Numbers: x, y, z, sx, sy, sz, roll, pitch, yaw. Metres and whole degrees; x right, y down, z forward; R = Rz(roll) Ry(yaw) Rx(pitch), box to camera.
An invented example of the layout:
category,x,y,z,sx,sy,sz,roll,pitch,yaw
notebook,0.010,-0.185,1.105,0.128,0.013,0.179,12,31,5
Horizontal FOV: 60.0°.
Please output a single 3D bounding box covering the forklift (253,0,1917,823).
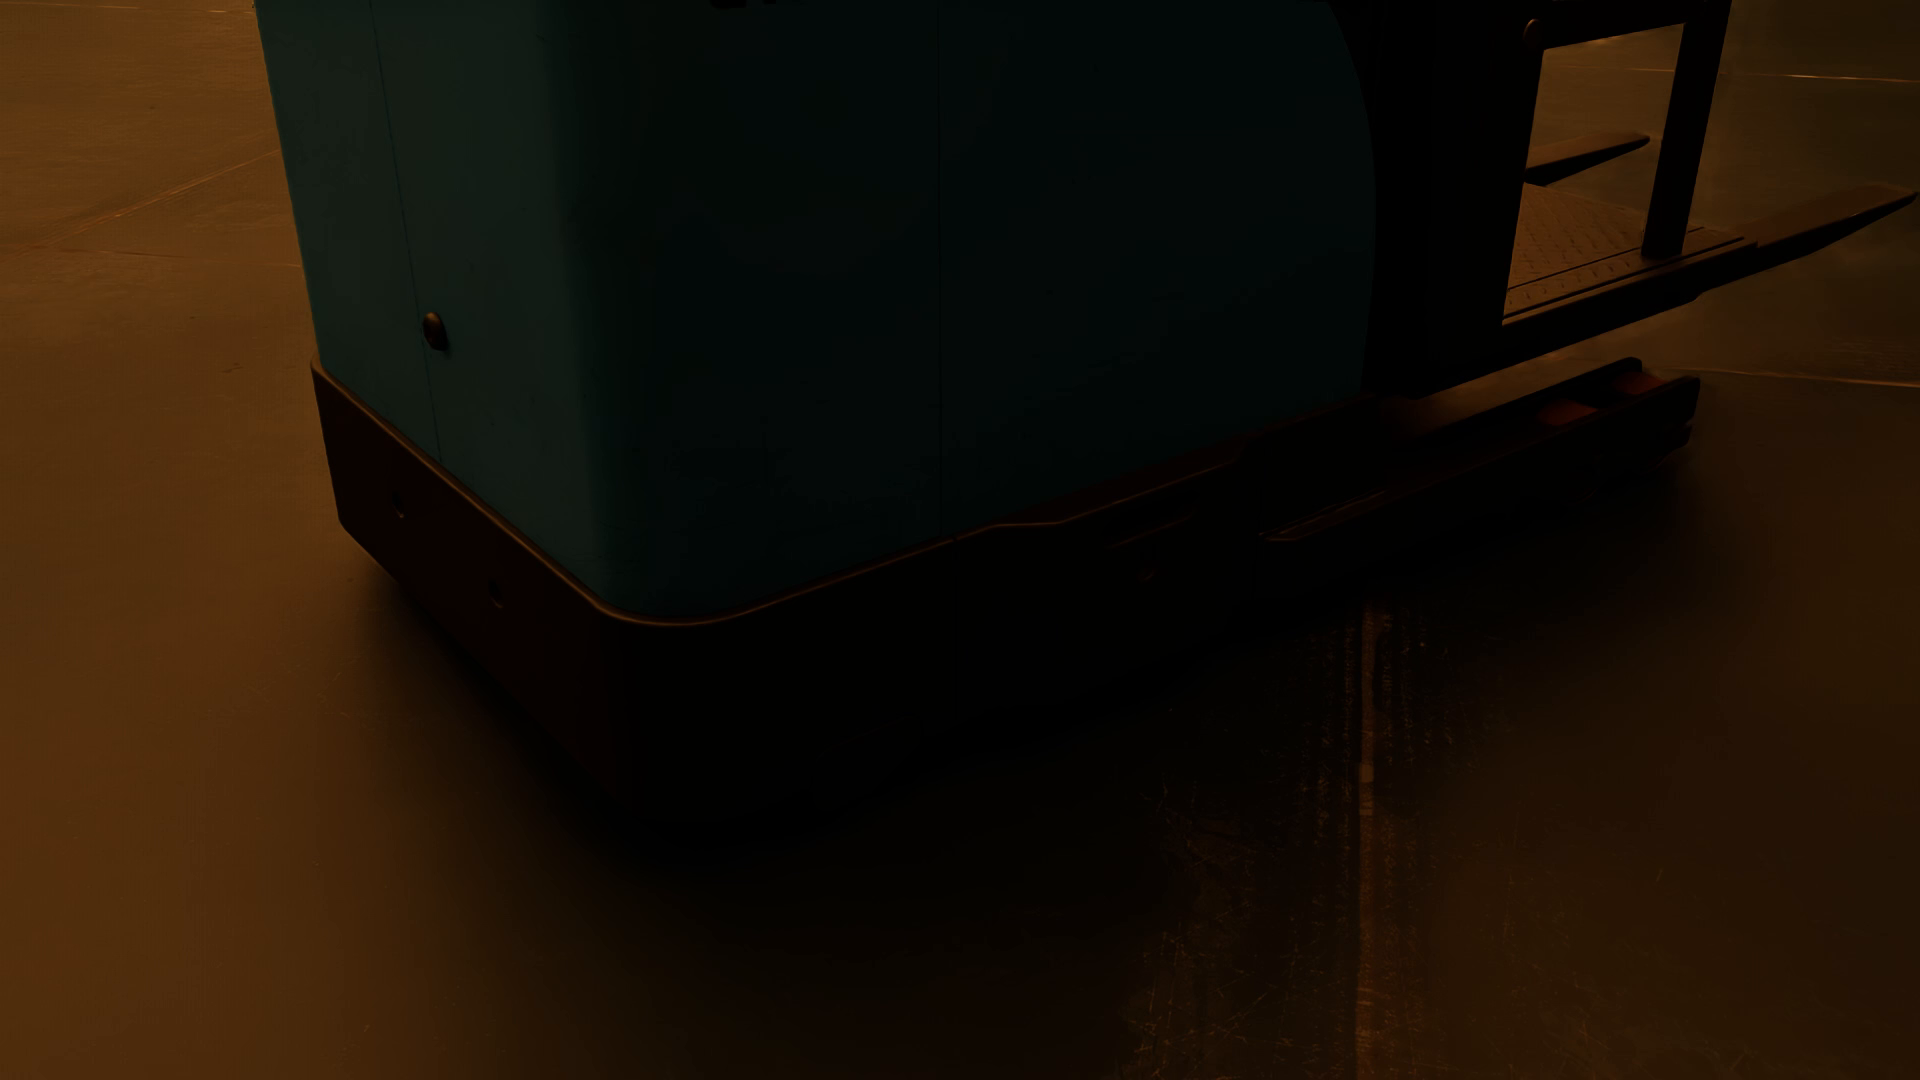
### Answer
category,x,y,z,sx,sy,sz,roll,pitch,yaw
forklift,0.573,-1.530,2.279,3.031,2.935,1.130,-19,33,-33
